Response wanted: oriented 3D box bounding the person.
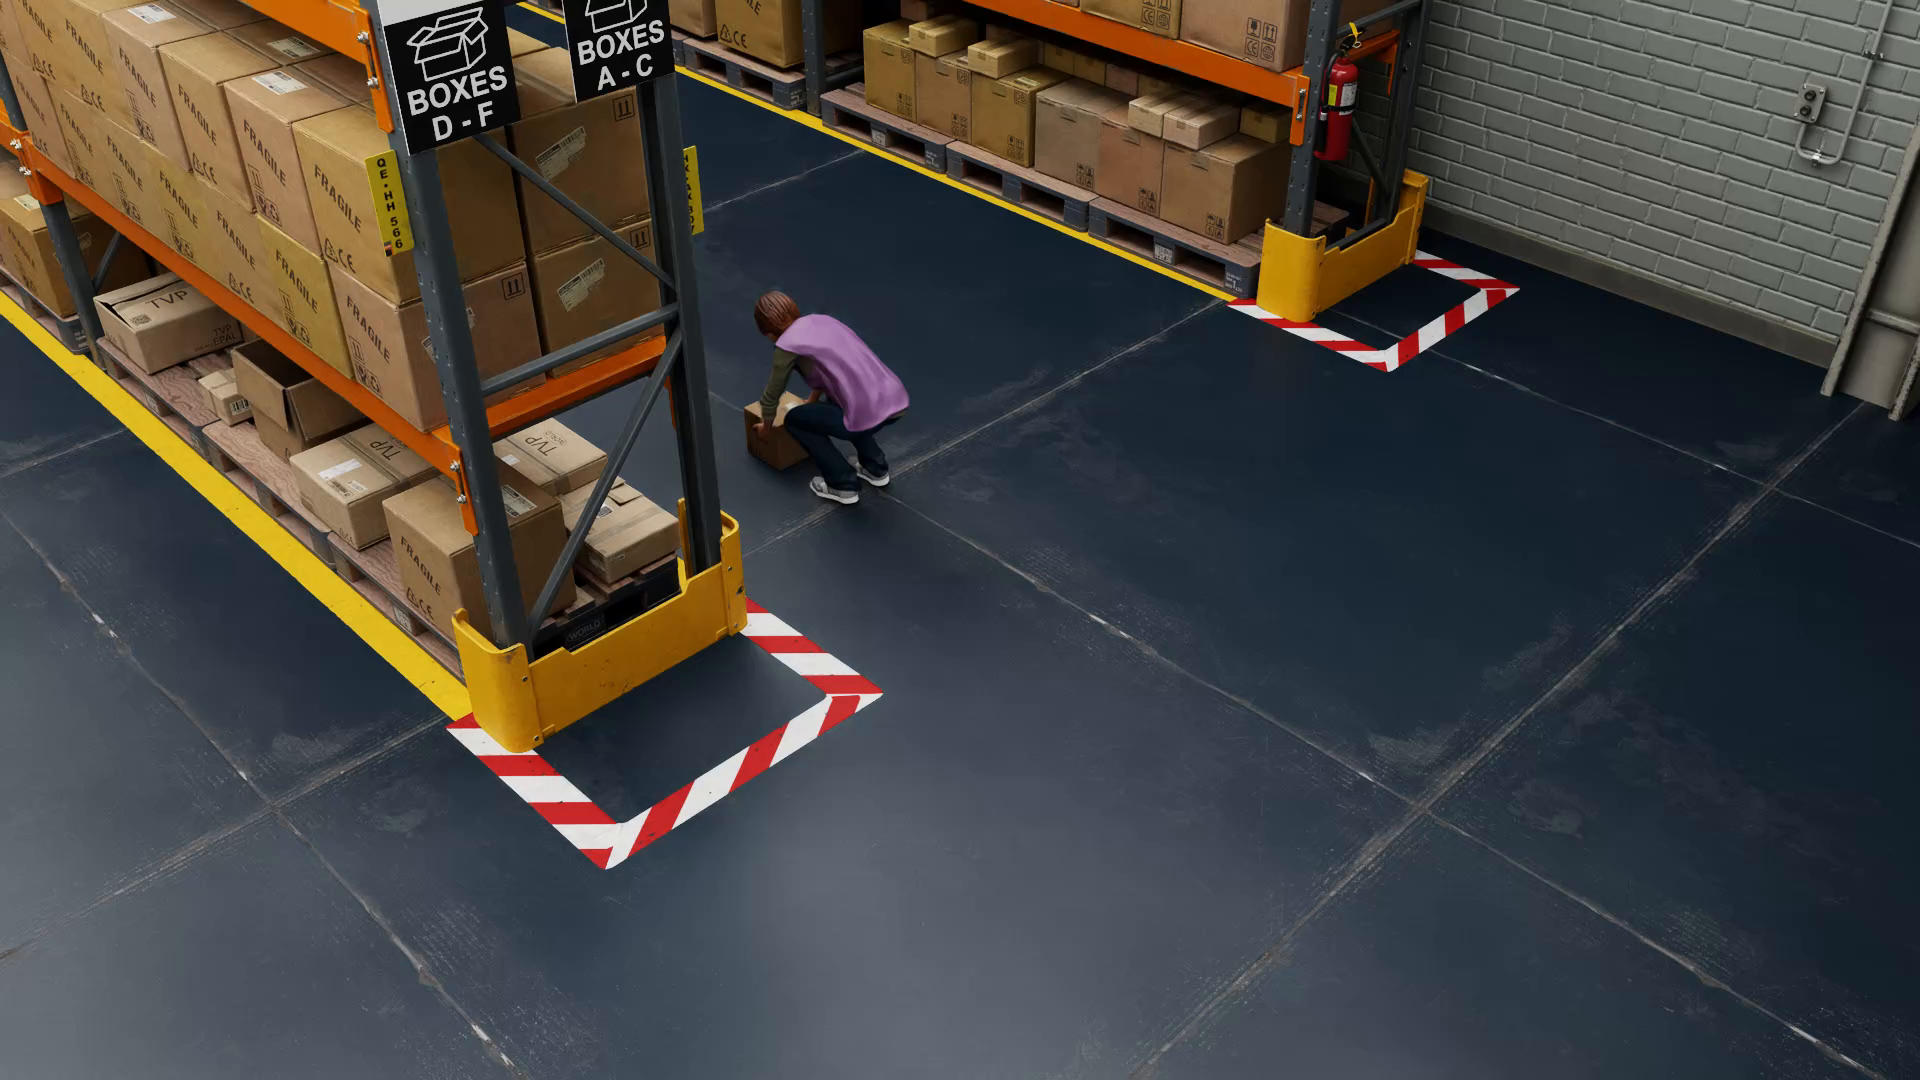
[{"bbox_3d":[-0.600,-0.644,7.640,0.792,0.898,0.447,27,44,32],"label":"person"}]
